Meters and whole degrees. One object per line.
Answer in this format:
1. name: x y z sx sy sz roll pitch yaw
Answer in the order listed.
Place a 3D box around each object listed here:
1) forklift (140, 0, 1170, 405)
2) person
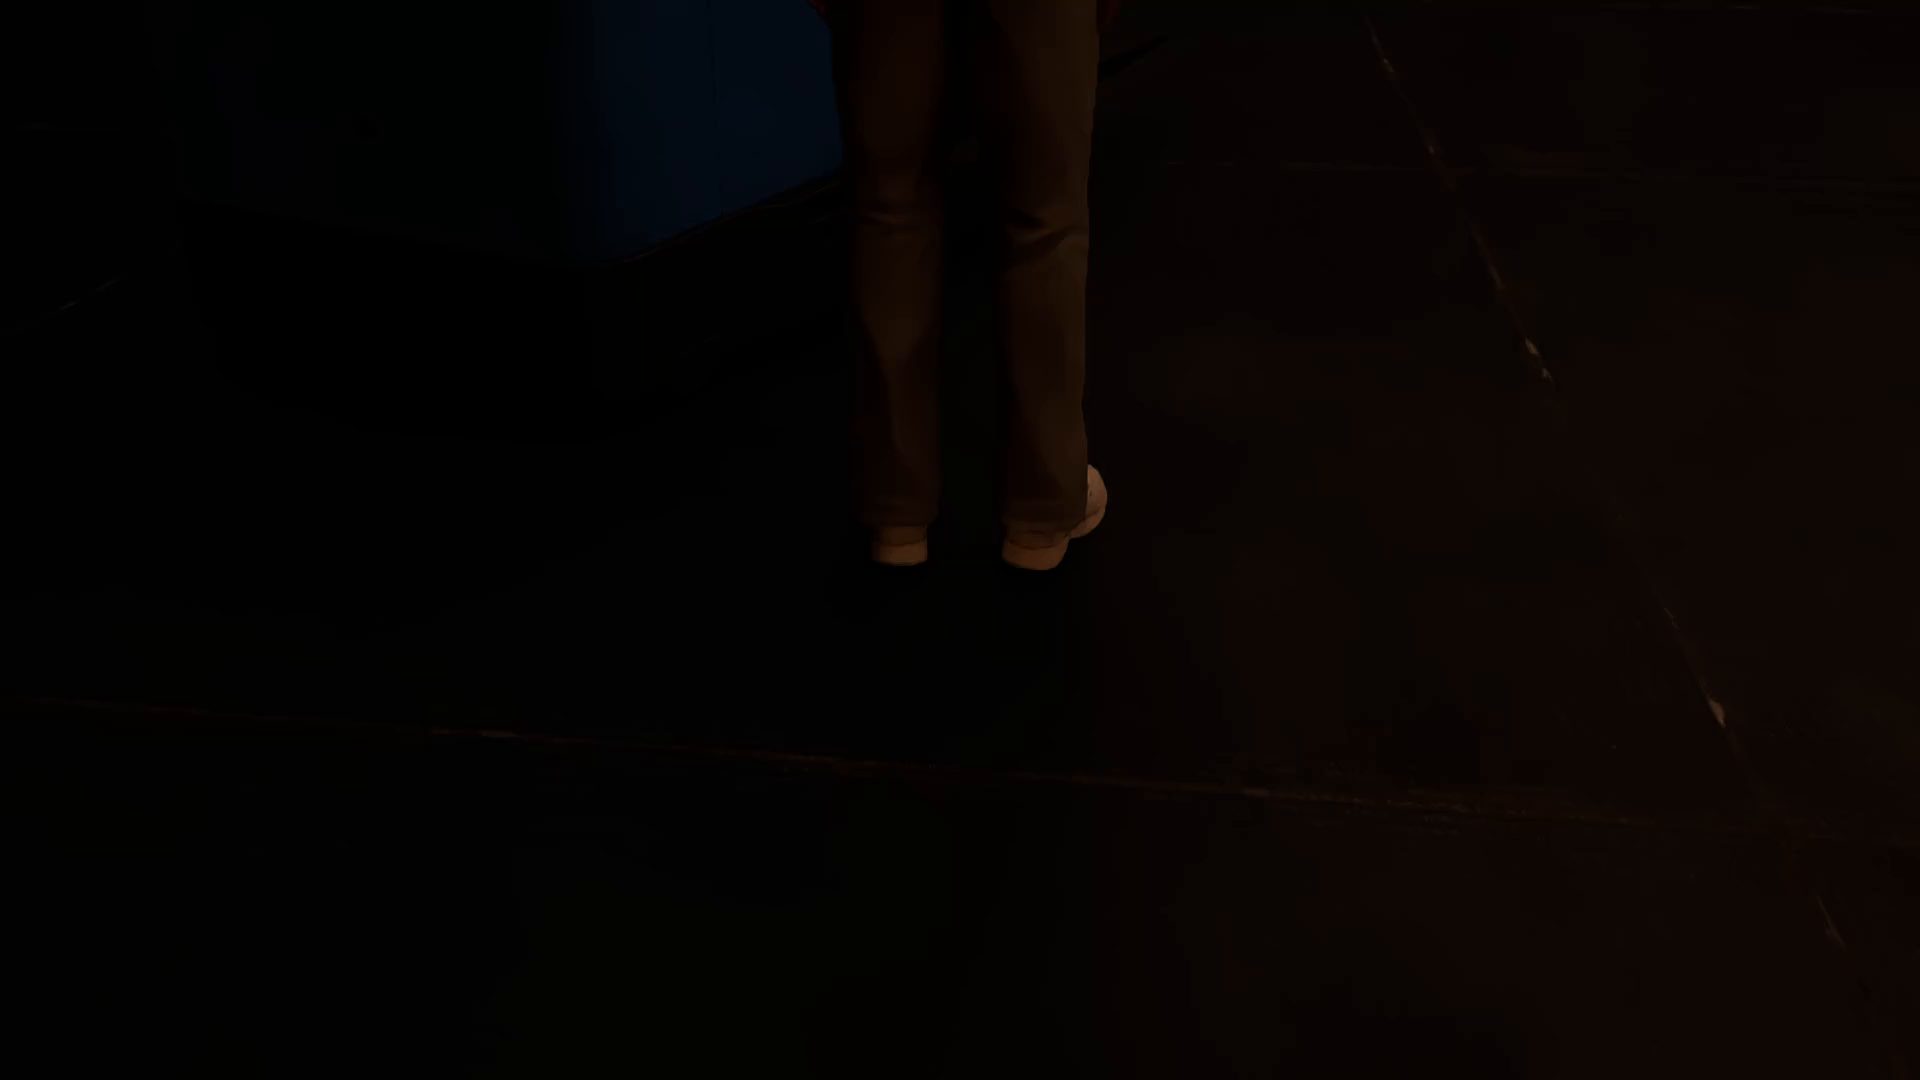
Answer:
1. forklift: -0.343 -2.164 3.554 1.130 2.935 3.031 13 29 24
2. person: 0.001 -0.742 2.147 0.432 1.644 0.352 3 27 7
